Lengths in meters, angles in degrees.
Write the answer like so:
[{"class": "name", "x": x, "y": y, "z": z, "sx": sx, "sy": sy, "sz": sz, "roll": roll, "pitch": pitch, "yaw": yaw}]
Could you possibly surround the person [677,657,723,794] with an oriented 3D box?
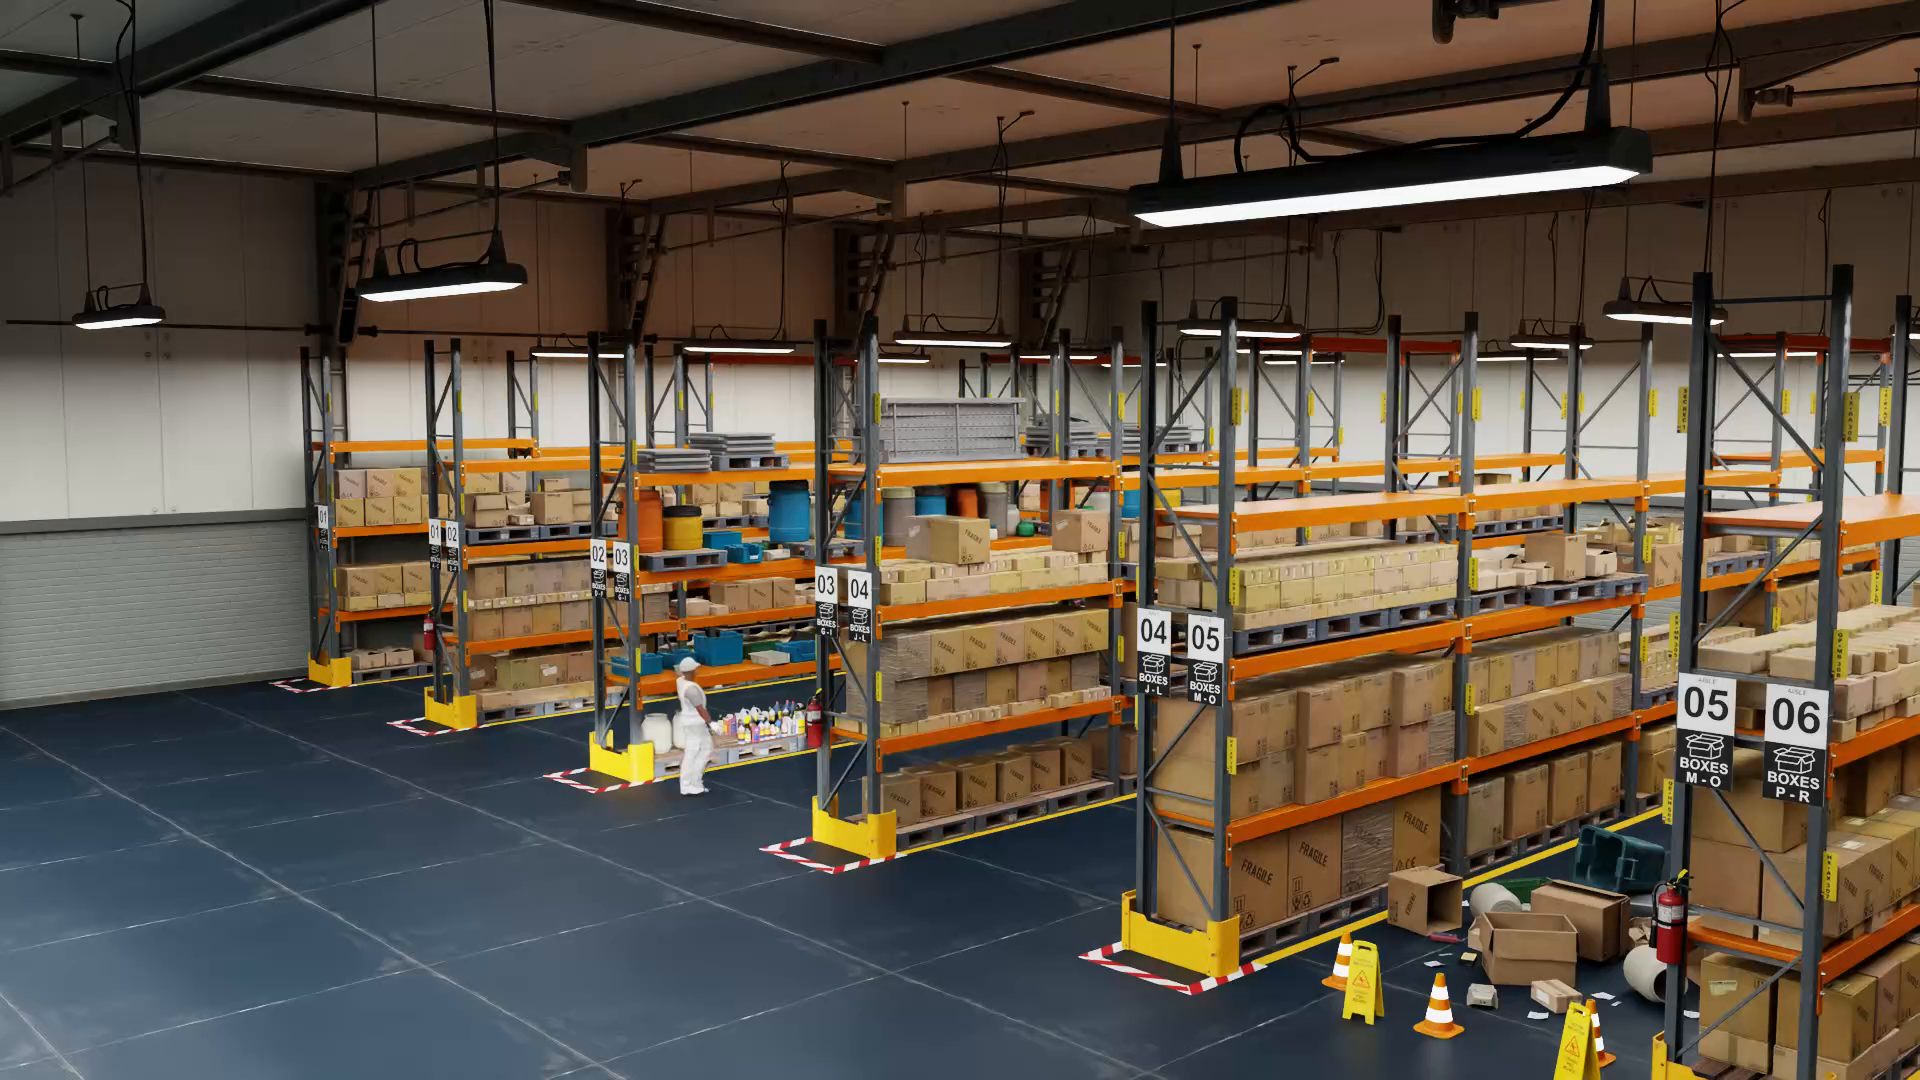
[{"class": "person", "x": -3.359, "y": 2.404, "z": 21.468, "sx": 0.575, "sy": 1.823, "sz": 0.609, "roll": -1, "pitch": 5, "yaw": -10}]
